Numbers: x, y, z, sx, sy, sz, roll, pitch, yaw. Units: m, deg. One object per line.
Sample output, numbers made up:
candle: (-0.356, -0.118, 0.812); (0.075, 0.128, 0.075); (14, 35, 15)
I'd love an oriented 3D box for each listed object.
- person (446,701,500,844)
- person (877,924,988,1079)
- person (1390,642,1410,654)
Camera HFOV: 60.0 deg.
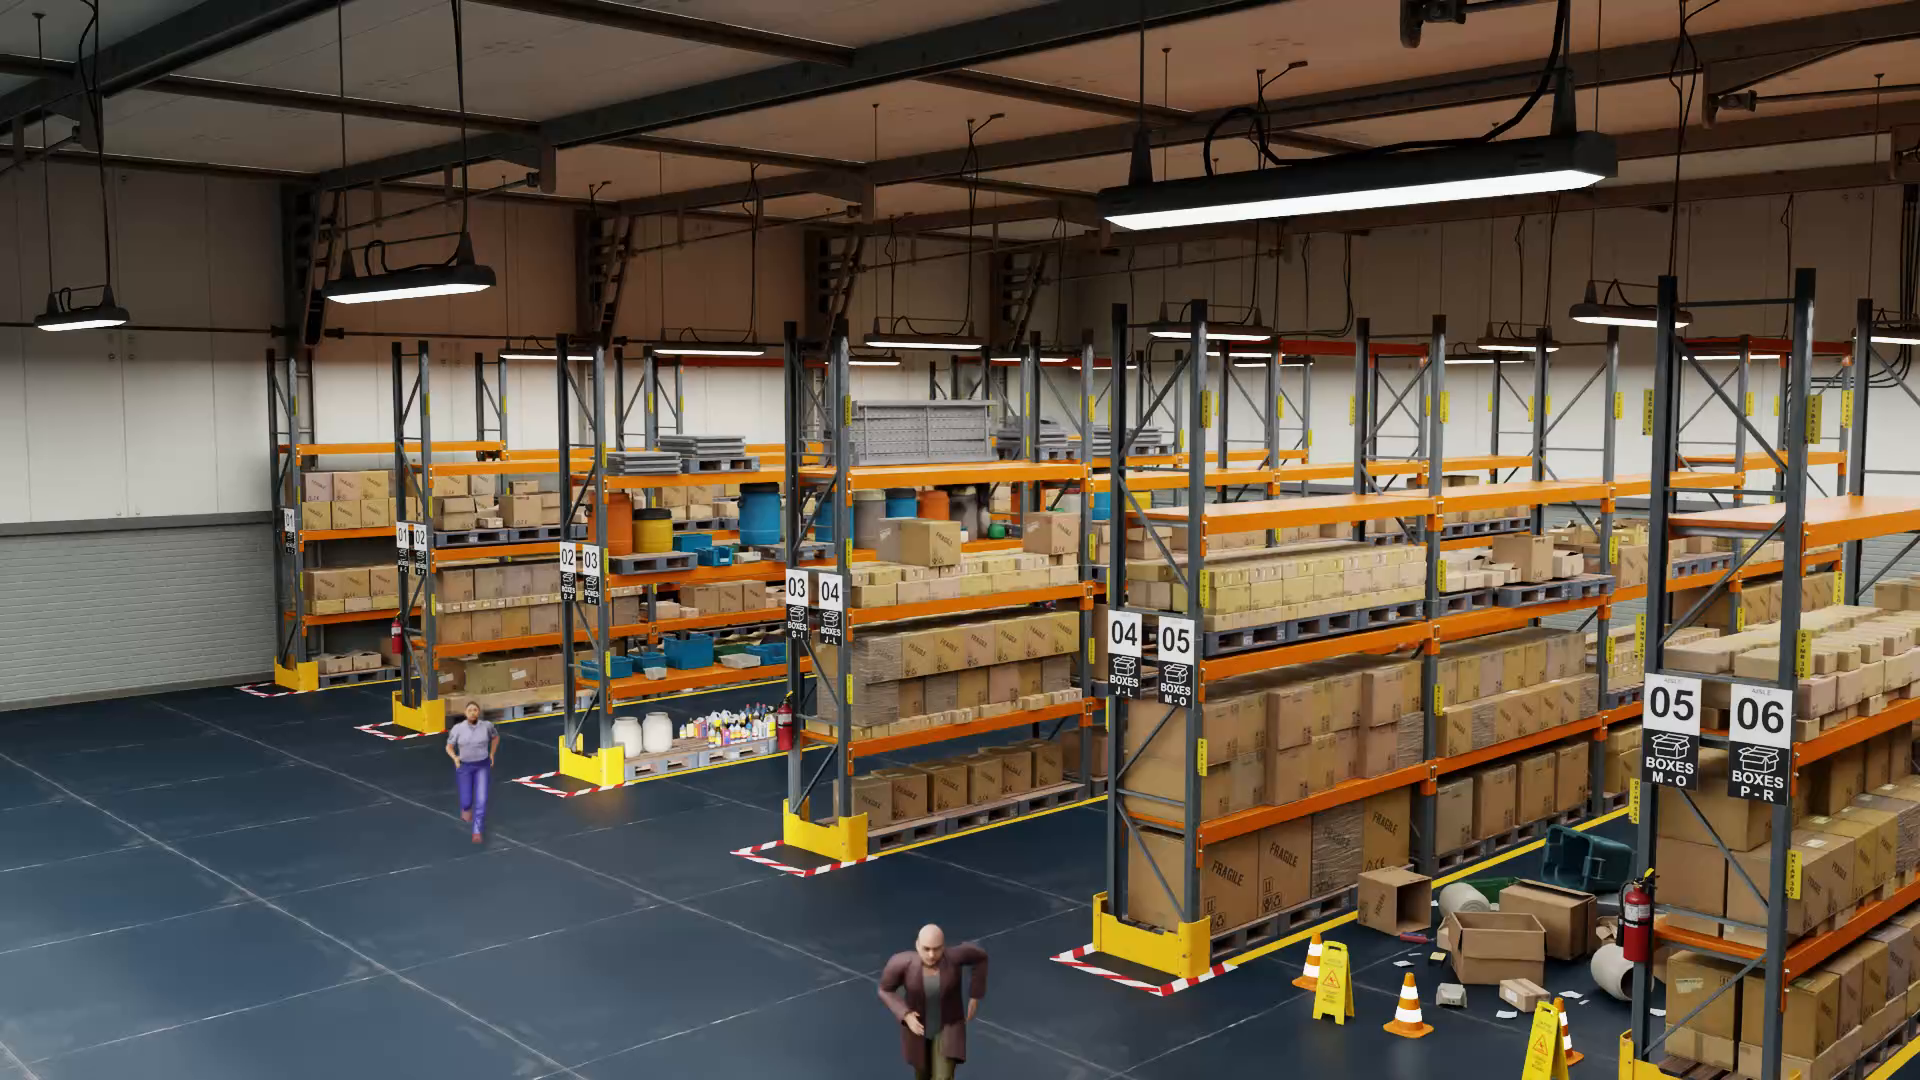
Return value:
person: (-5.713, 2.697, 19.507); (0.596, 1.646, 0.750); (-2, 5, -20)
person: (-0.188, 3.364, 11.346); (0.755, 1.743, 1.017); (0, 5, -3)
person: (6.501, 2.224, 24.437); (0.585, 1.682, 0.661); (-4, 7, -41)
